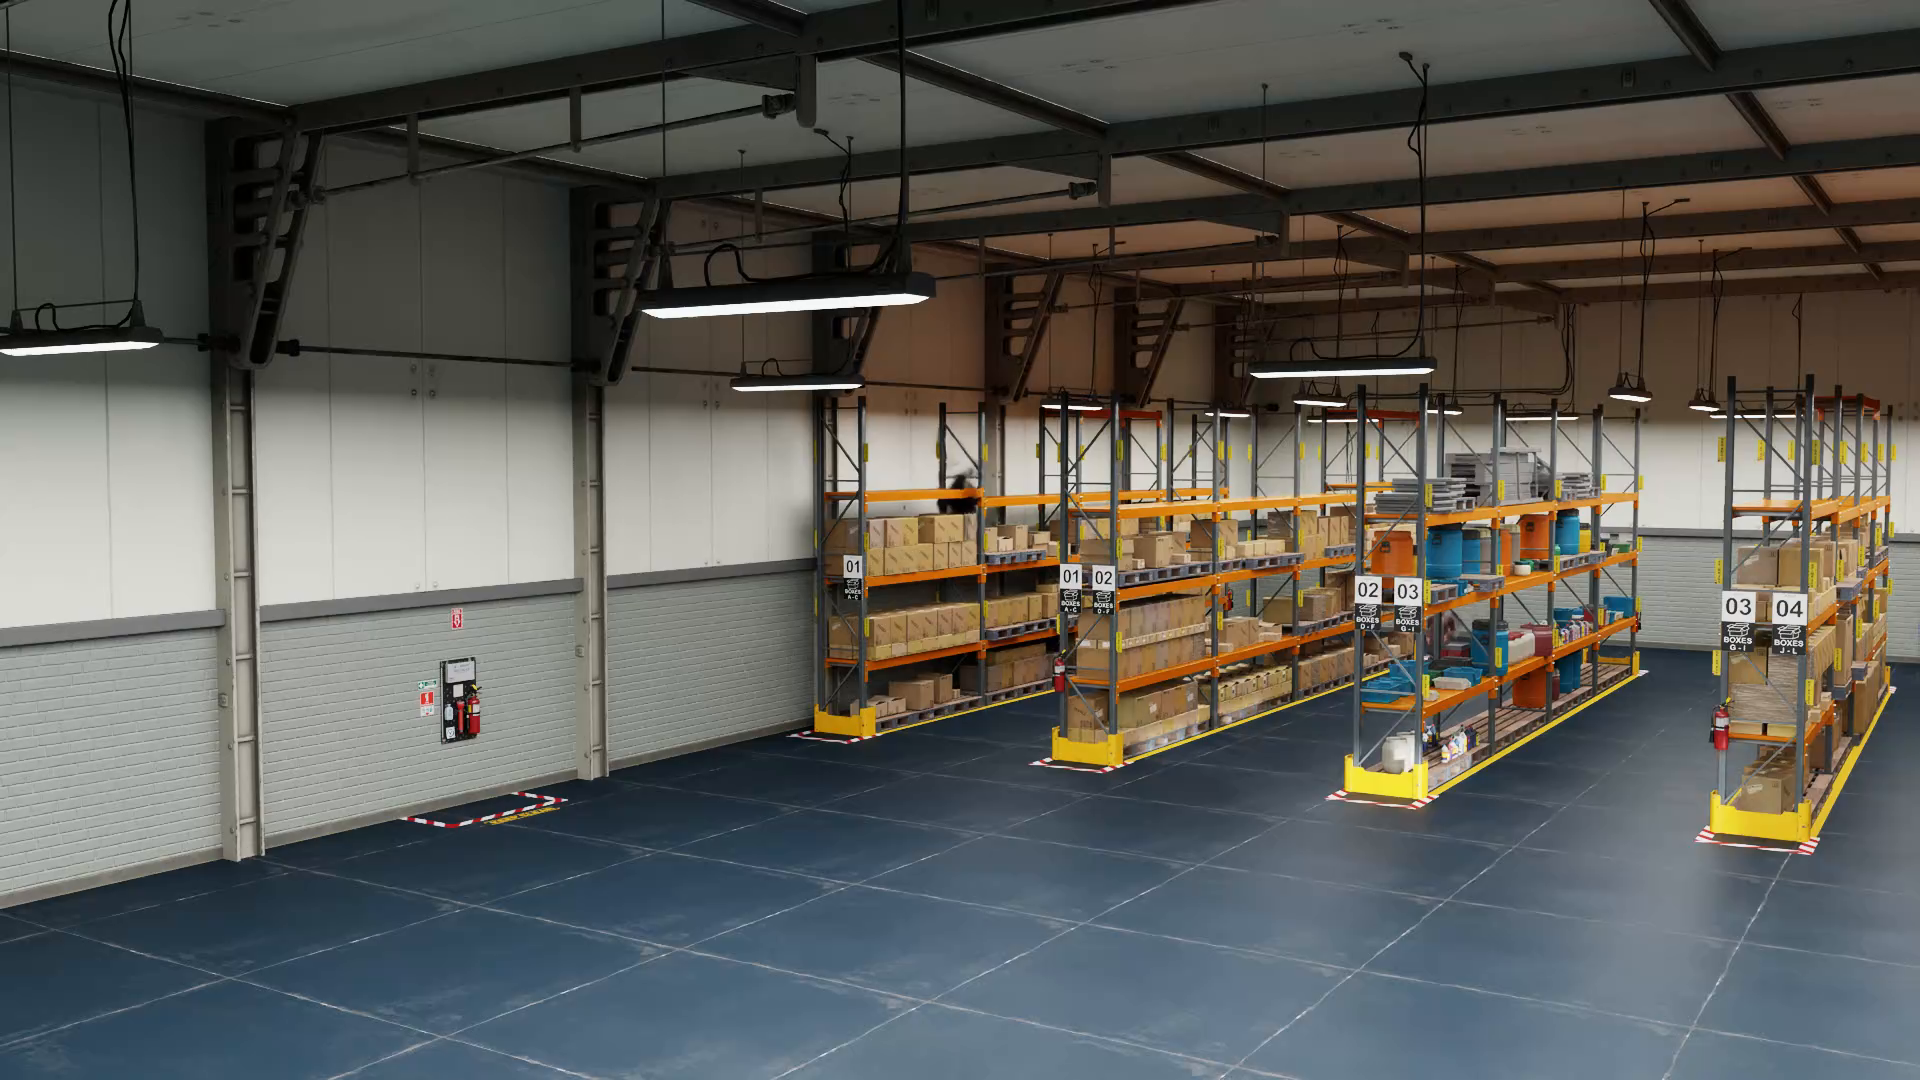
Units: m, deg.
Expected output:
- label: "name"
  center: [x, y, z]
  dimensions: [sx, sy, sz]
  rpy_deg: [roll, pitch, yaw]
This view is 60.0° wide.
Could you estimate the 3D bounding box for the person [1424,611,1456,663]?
- label: "person"
  center: [10.274, 2.266, 35.708]
  dimensions: [0.688, 1.752, 0.577]
  rpy_deg: [1, 3, 21]
